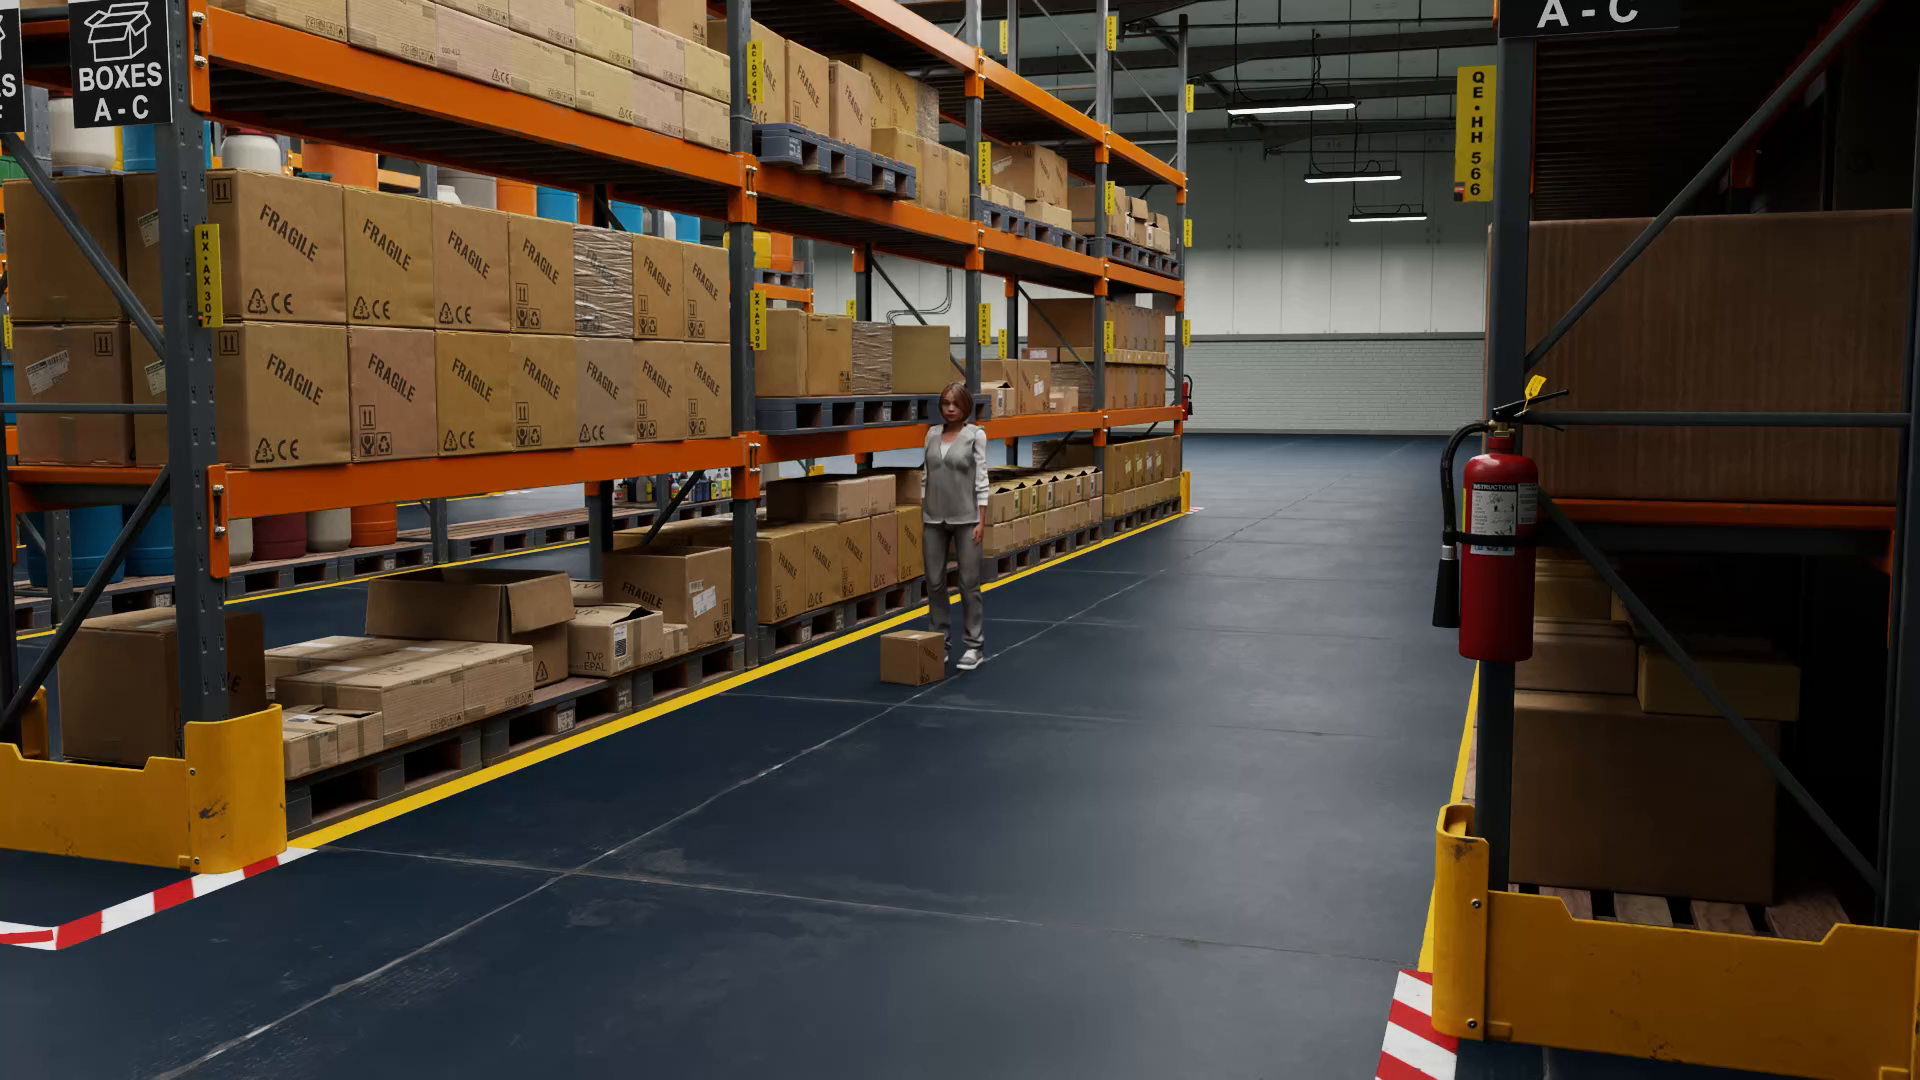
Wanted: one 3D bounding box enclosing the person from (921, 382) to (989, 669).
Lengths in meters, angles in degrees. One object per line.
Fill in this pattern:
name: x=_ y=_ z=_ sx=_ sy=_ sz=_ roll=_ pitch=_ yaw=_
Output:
person: x=-0.031 y=-0.065 z=9.342 sx=0.405 sy=1.569 sz=0.305 roll=2 pitch=6 yaw=20
